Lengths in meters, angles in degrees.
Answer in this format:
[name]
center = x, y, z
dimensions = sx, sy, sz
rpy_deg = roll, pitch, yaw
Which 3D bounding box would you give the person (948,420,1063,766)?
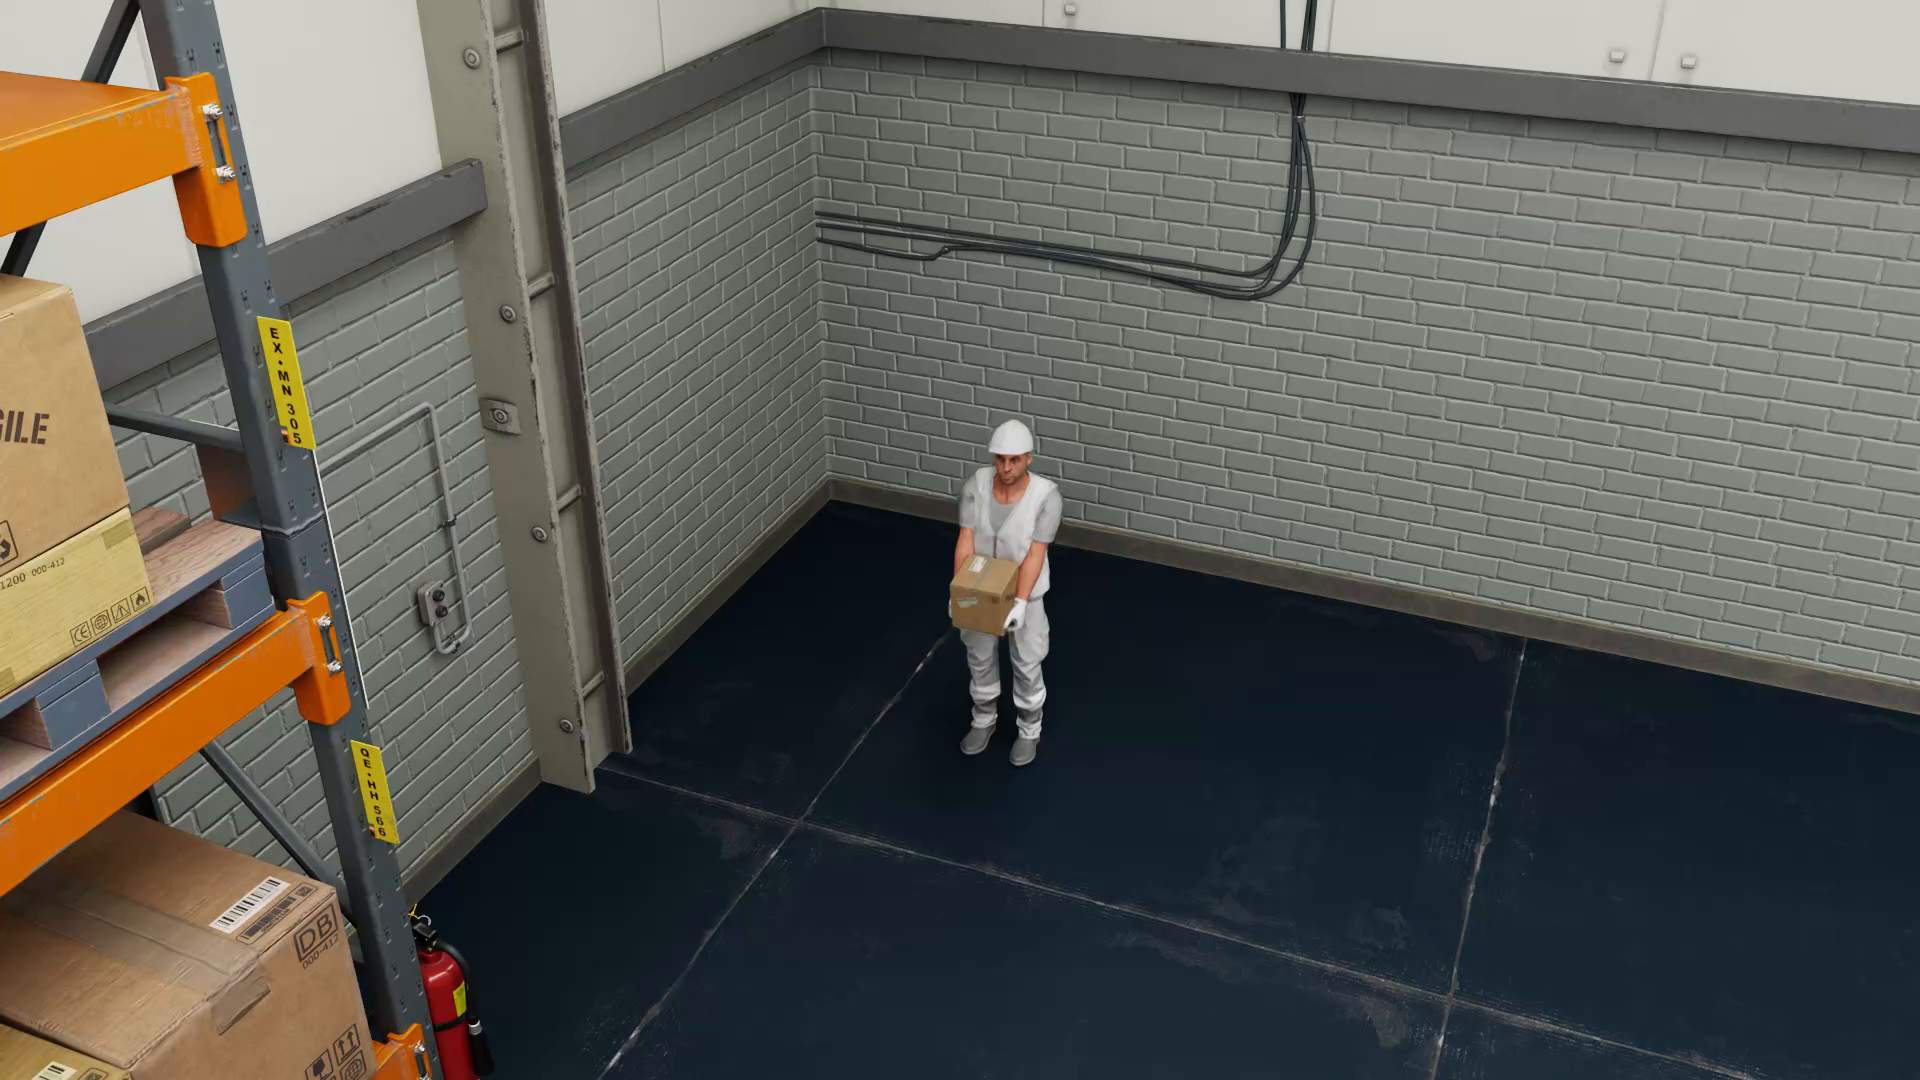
[person]
center = 0.196, 0.293, 7.857
dimensions = 0.495, 1.786, 0.563
rpy_deg = 11, 31, 19
